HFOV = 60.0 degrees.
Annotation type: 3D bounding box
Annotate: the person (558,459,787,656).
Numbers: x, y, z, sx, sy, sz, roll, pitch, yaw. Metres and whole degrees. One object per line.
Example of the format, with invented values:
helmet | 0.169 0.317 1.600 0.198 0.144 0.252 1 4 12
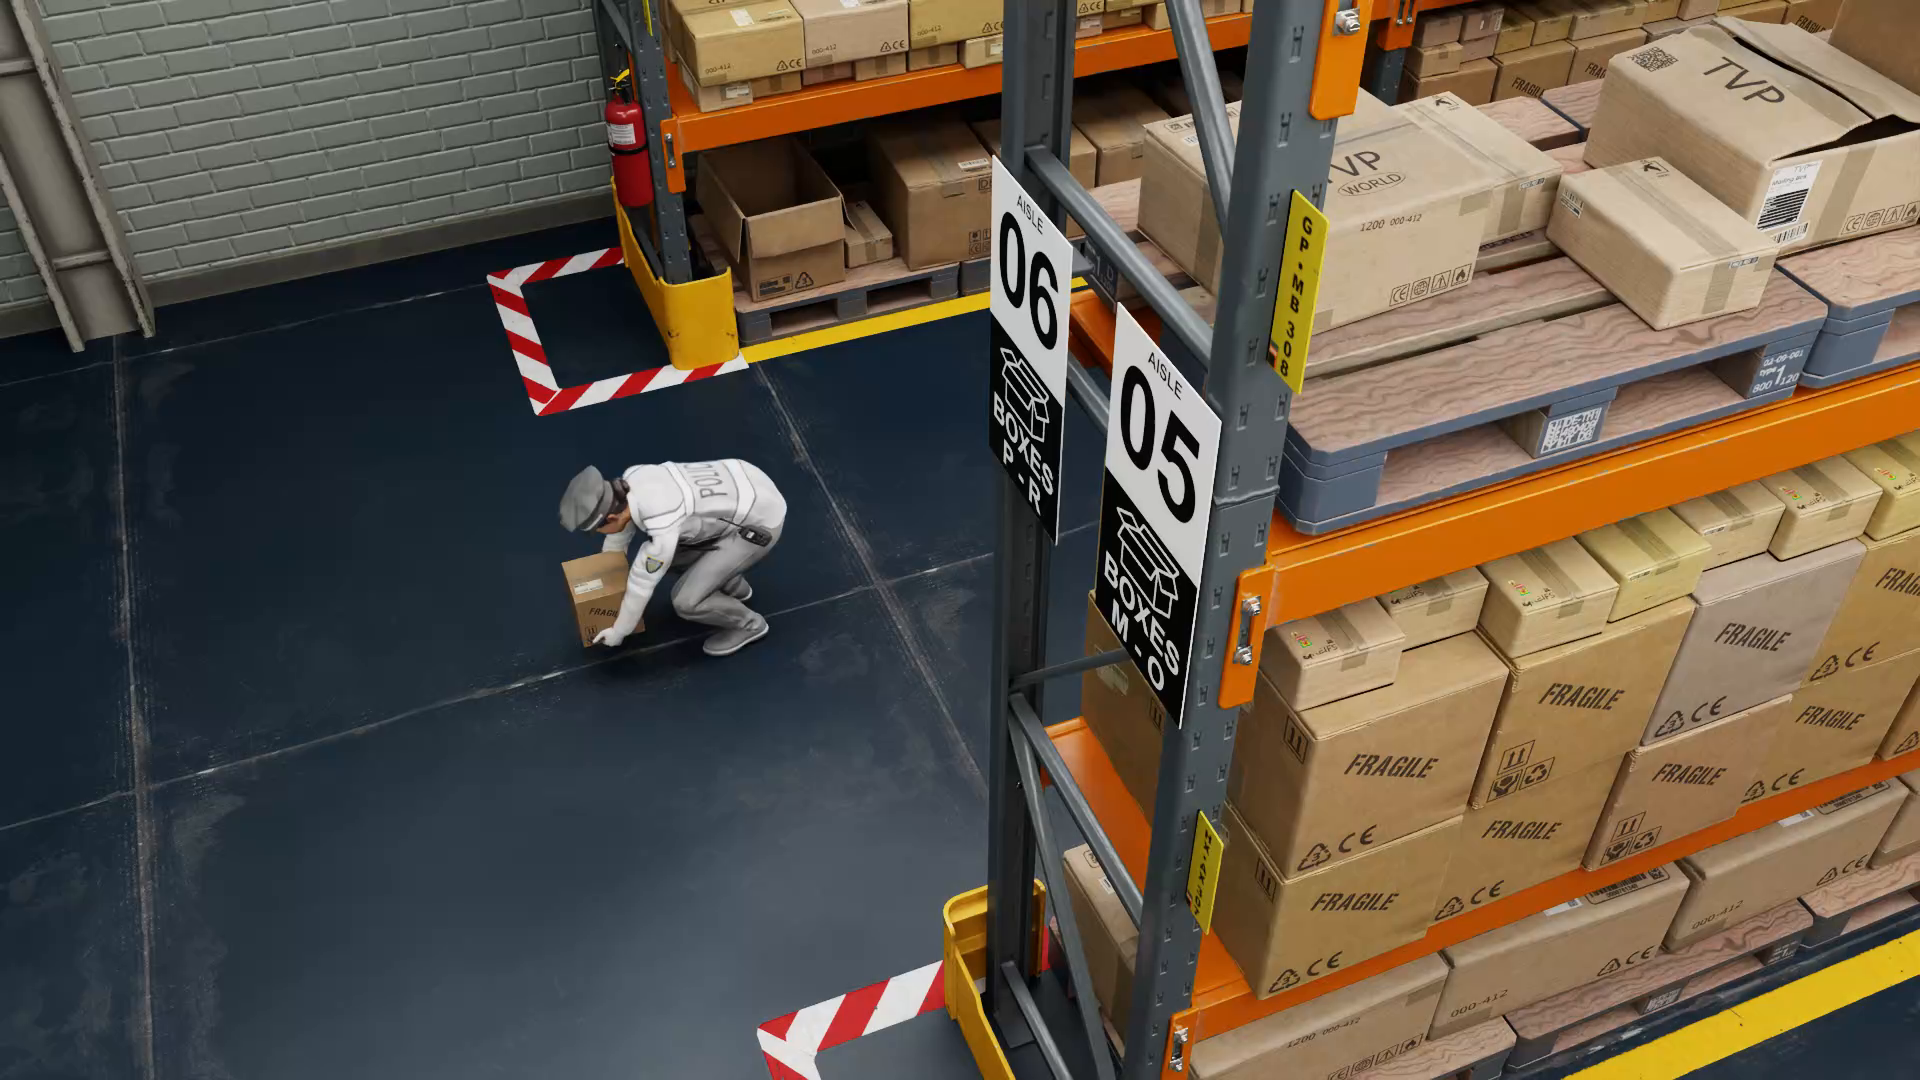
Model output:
person | -1.124 0.031 6.646 0.886 0.977 0.465 -17 45 -18
